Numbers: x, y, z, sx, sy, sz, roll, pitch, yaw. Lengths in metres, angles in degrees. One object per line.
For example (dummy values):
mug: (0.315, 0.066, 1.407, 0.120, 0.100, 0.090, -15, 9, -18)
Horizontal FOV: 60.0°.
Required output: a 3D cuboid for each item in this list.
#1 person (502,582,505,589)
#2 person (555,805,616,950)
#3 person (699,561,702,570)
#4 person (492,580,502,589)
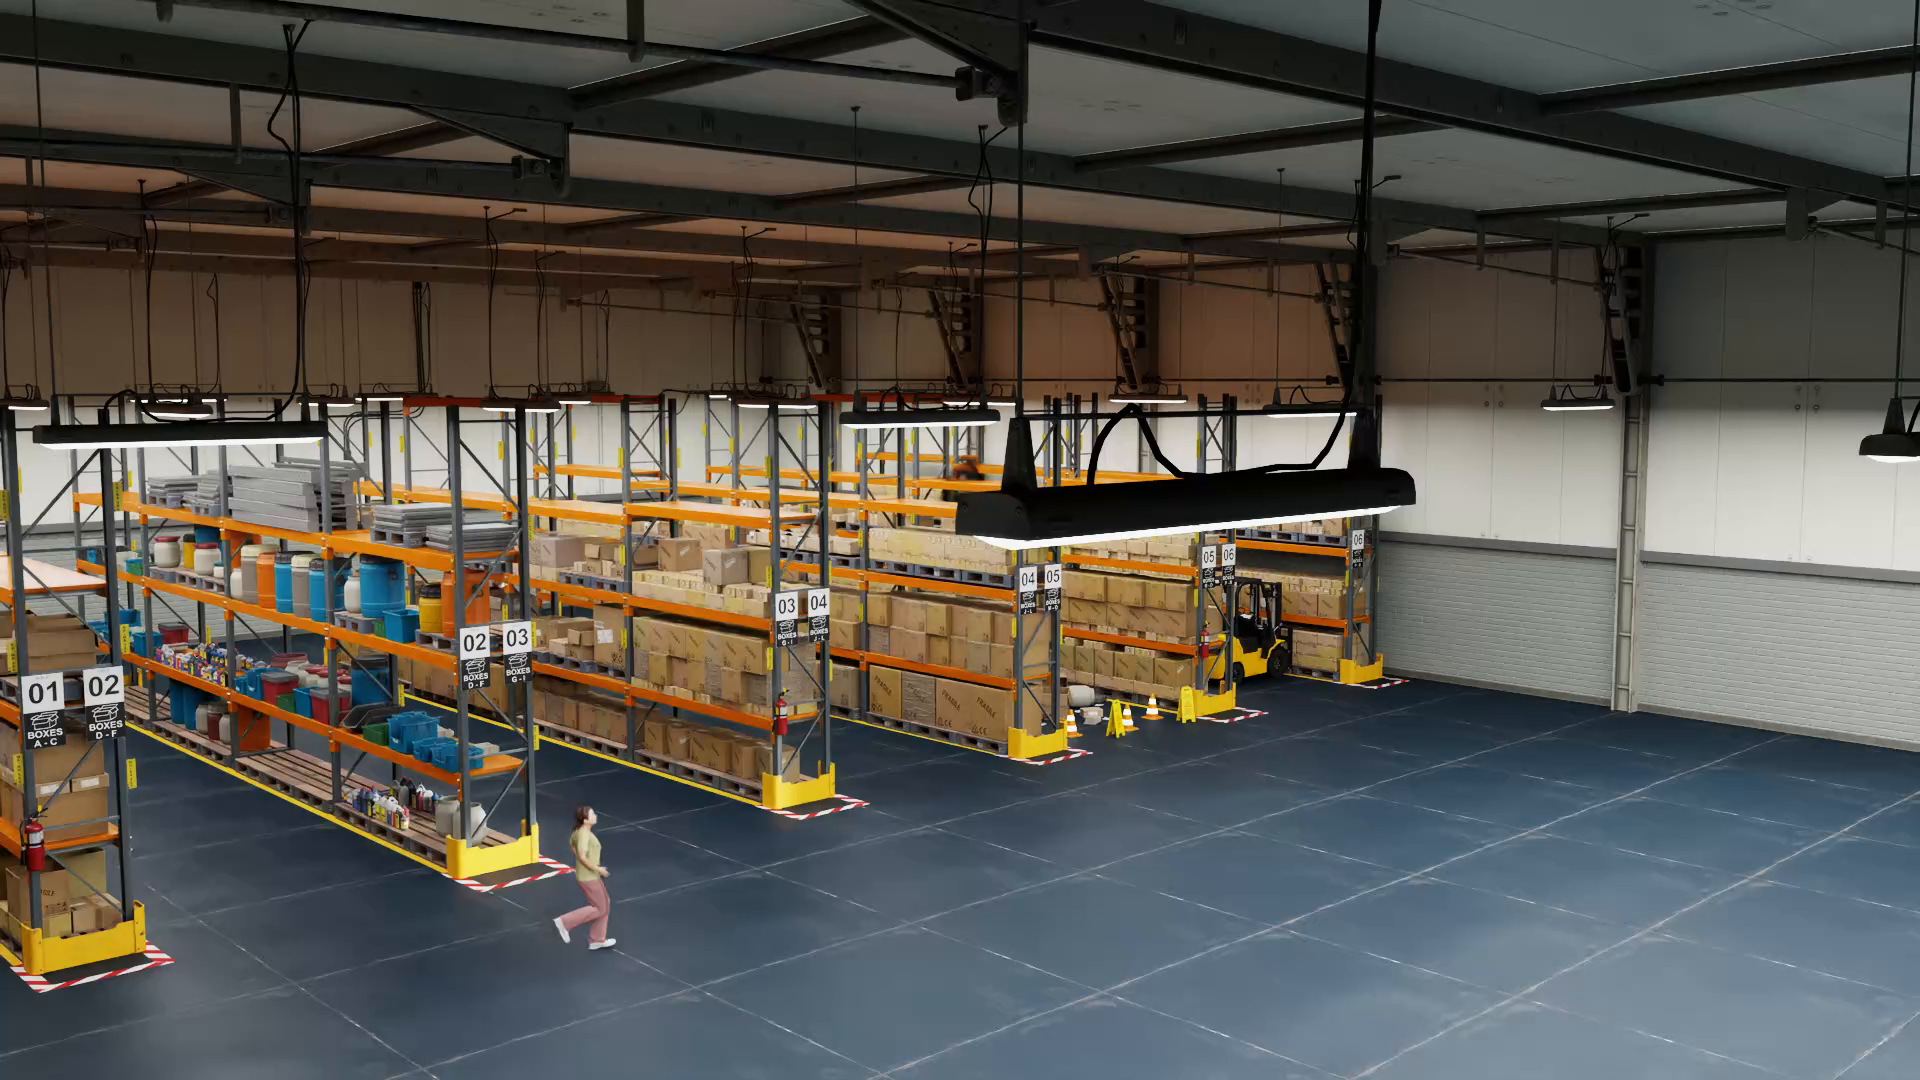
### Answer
person: (-10.339, 1.809, 37.890, 0.573, 1.784, 0.823, -5, 7, -39)
person: (-4.185, 3.751, 18.483, 0.671, 1.612, 0.610, -2, 6, -18)
person: (-6.814, 1.318, 44.278, 0.733, 1.529, 0.610, -3, 6, -27)
person: (-11.093, 1.763, 39.417, 0.617, 1.572, 0.787, 2, 6, 19)
